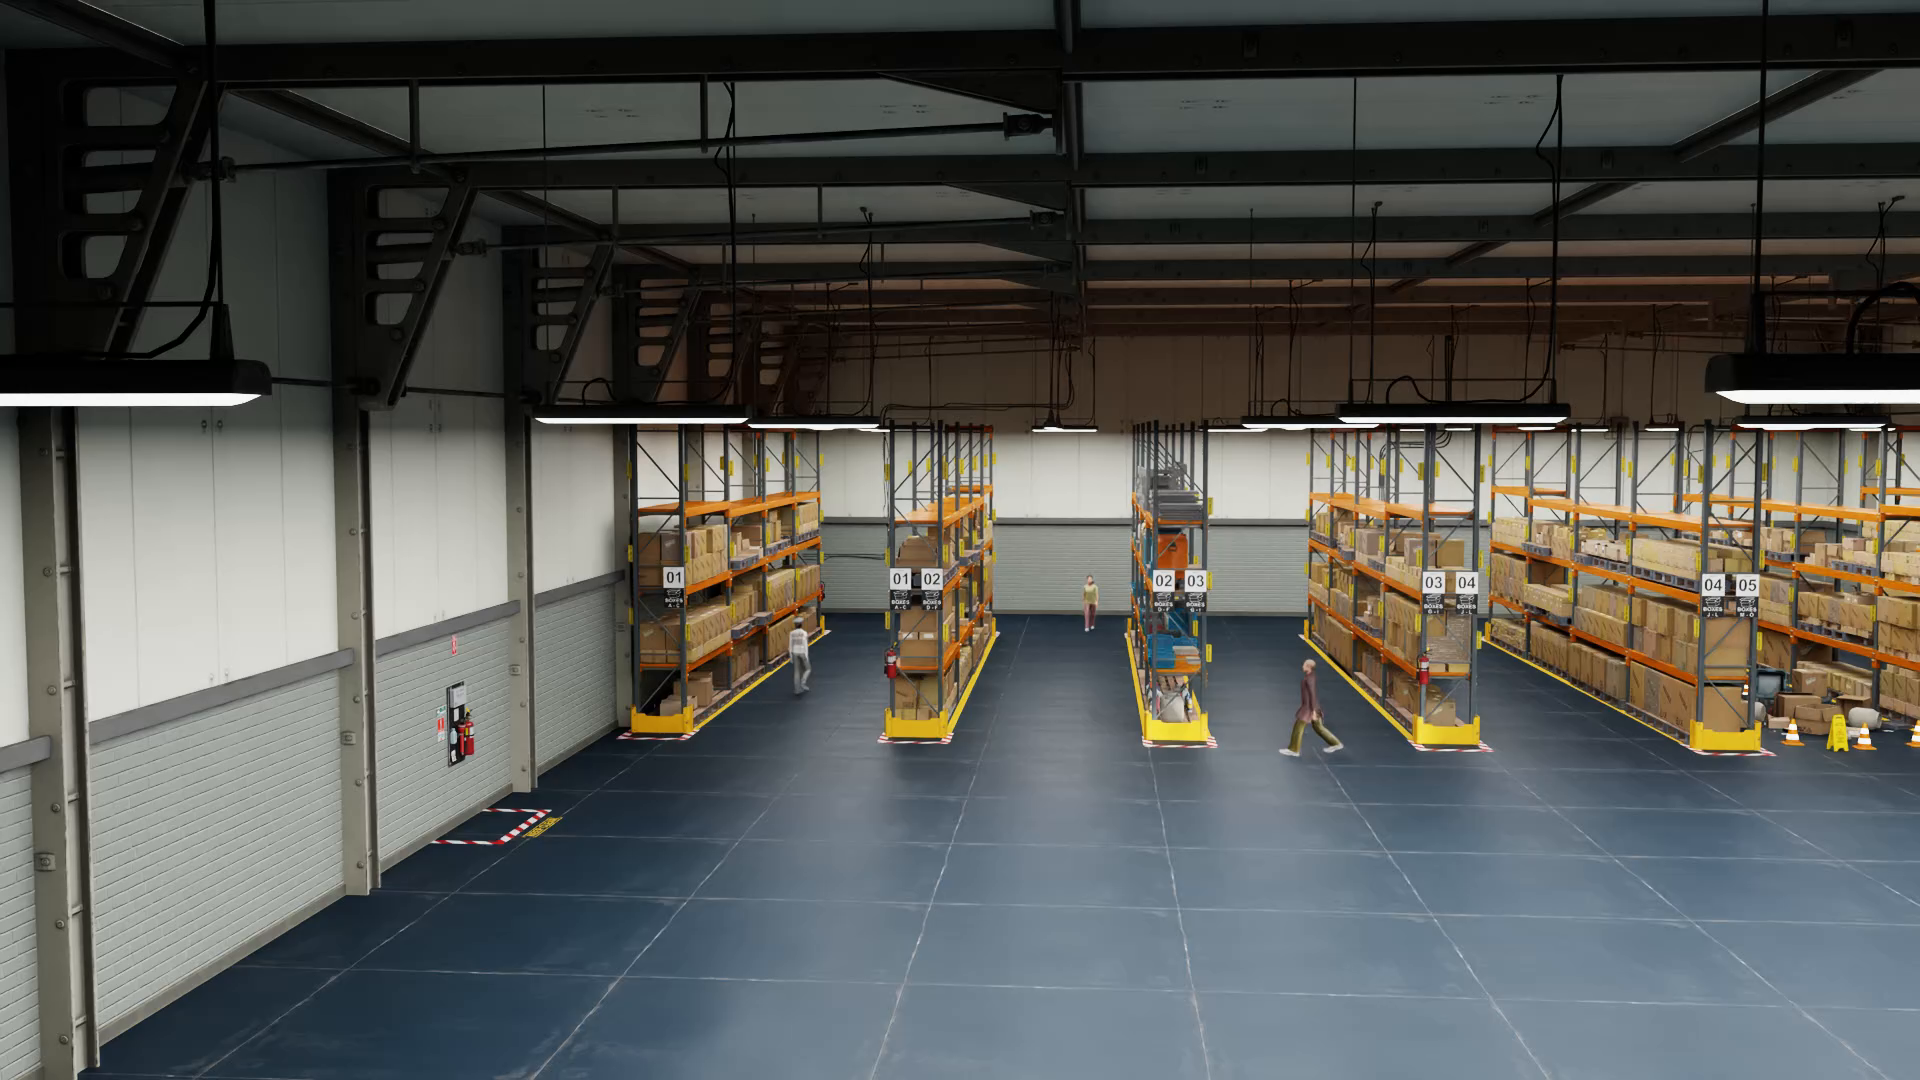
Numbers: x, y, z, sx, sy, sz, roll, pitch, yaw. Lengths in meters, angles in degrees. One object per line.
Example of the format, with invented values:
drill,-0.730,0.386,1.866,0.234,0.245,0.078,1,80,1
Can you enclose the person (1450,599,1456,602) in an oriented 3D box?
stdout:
person,13.318,2.081,44.993,0.440,1.571,0.414,1,4,10

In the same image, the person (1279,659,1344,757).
person,6.244,2.980,29.510,1.144,1.732,0.582,1,4,10

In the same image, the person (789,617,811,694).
person,-3.554,2.549,36.766,0.519,1.675,0.436,1,4,17

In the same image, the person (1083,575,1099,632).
person,3.802,1.838,48.424,0.475,1.604,1.064,0,4,7
